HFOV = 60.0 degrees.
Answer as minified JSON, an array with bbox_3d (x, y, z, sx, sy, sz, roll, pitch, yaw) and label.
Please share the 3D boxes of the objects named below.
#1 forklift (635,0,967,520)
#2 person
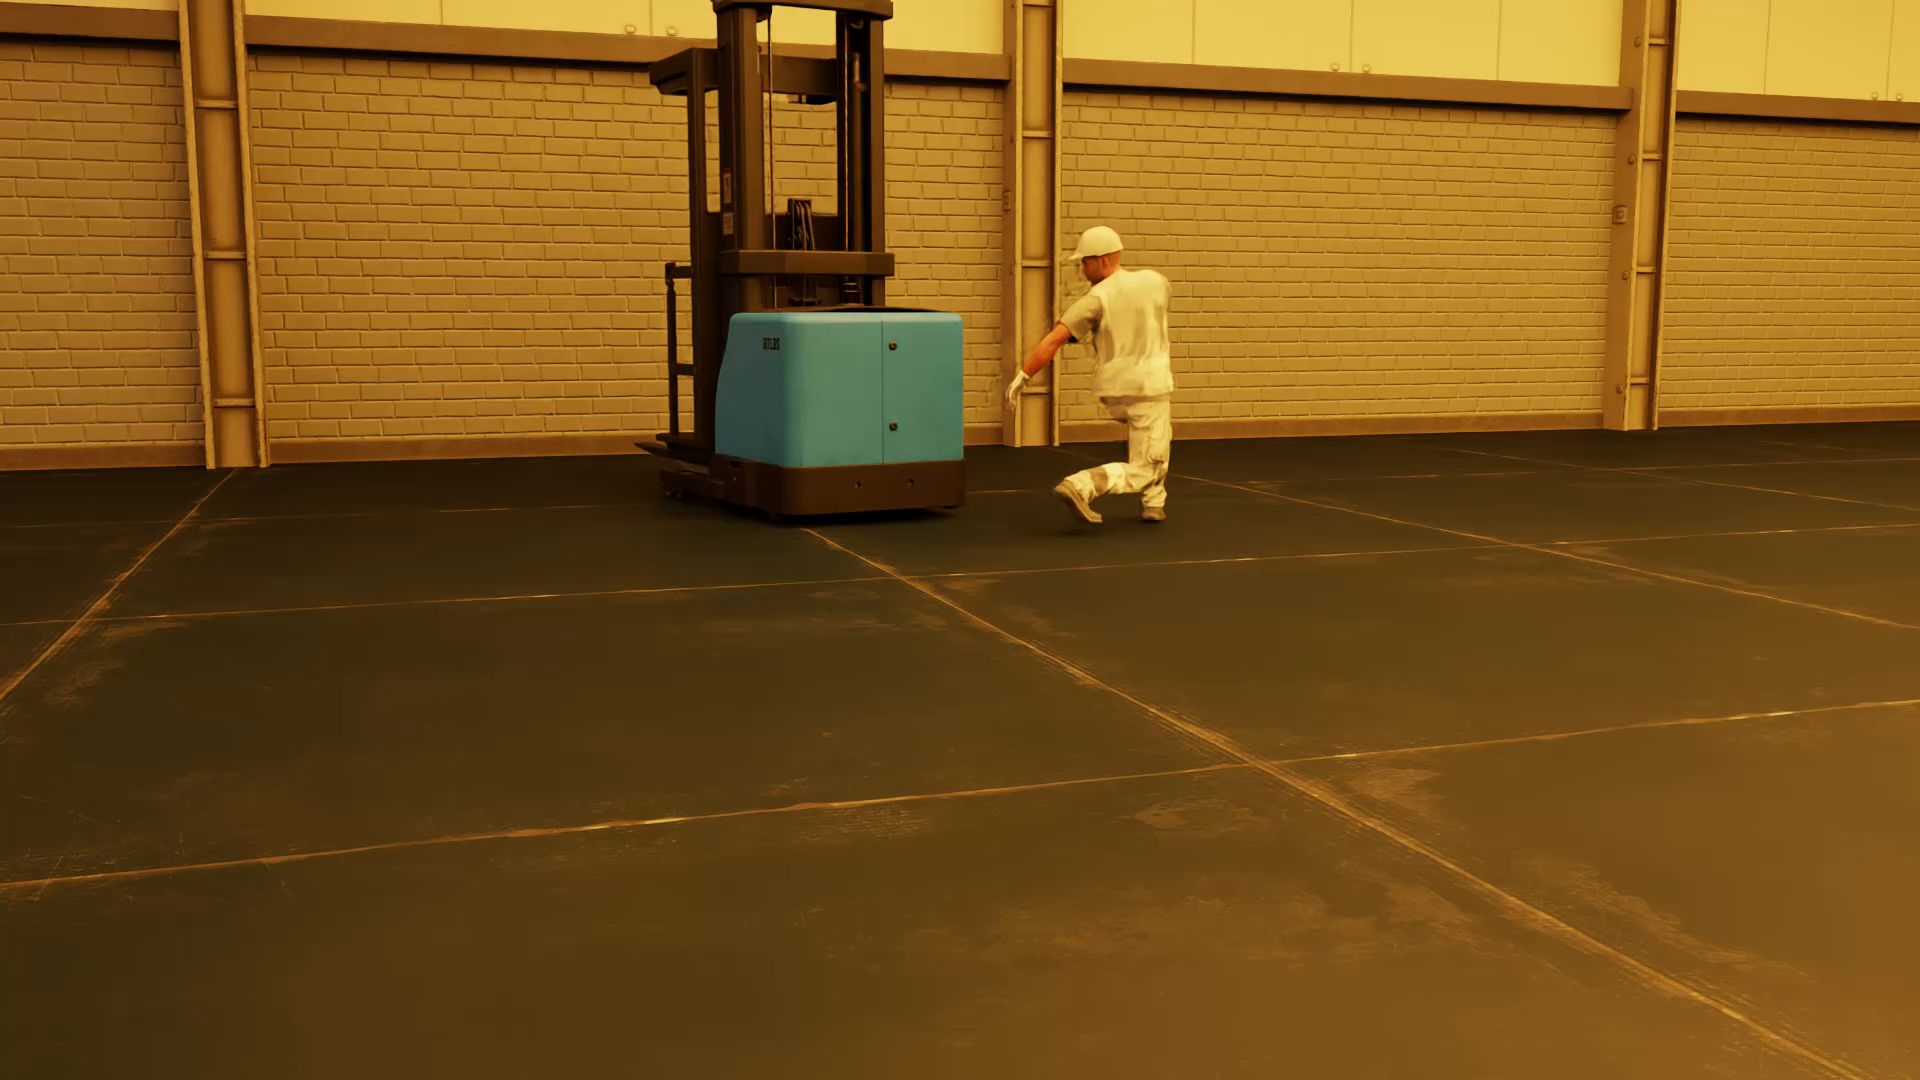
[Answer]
[{"bbox_3d":[-1.117,-1.711,9.629,1.130,2.935,3.031,-4,9,-29],"label":"forklift"},{"bbox_3d":[0.707,-0.798,8.391,0.744,1.541,0.973,4,9,26],"label":"person"}]
